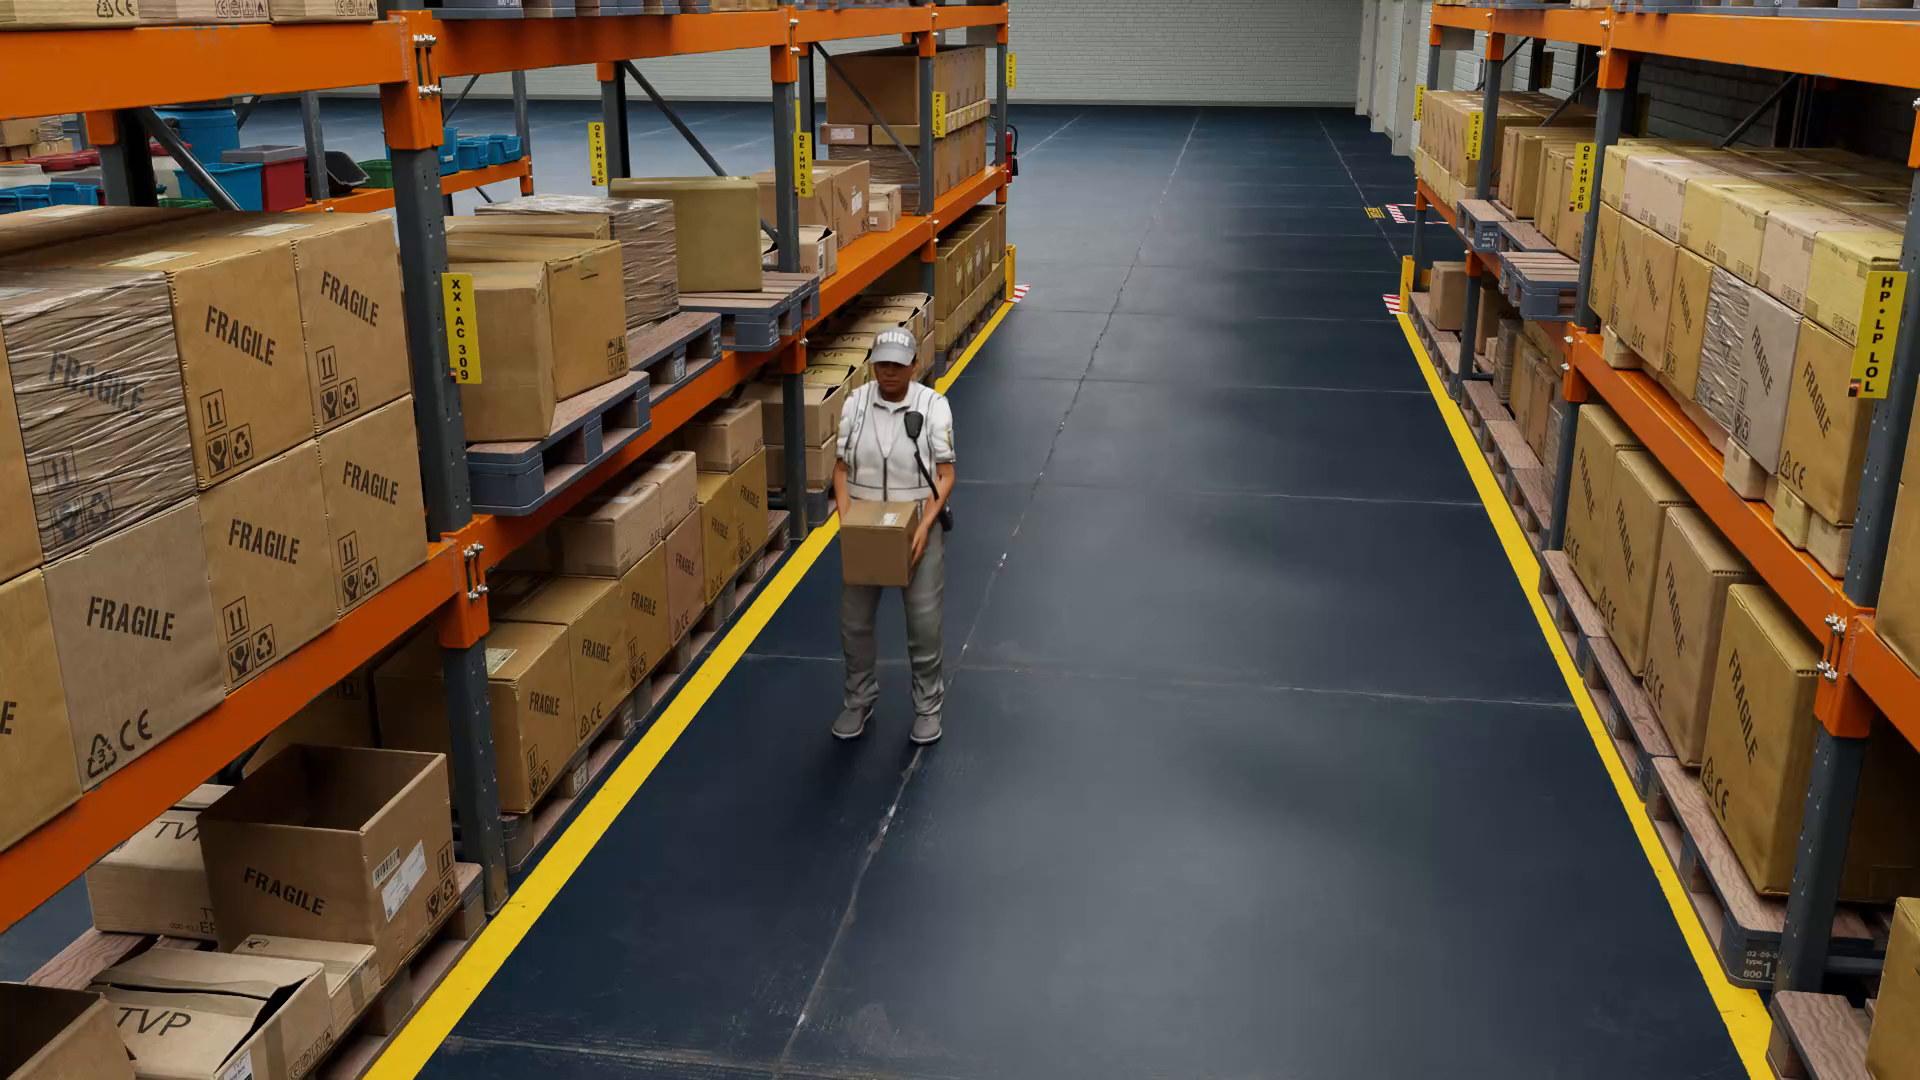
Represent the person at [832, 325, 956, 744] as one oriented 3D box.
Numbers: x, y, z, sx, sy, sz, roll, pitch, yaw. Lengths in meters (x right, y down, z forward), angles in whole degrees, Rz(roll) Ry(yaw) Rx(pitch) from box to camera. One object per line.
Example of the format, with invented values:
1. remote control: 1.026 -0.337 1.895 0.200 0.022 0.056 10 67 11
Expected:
1. person: -0.267 -0.014 6.581 0.493 1.671 0.491 3 18 9
